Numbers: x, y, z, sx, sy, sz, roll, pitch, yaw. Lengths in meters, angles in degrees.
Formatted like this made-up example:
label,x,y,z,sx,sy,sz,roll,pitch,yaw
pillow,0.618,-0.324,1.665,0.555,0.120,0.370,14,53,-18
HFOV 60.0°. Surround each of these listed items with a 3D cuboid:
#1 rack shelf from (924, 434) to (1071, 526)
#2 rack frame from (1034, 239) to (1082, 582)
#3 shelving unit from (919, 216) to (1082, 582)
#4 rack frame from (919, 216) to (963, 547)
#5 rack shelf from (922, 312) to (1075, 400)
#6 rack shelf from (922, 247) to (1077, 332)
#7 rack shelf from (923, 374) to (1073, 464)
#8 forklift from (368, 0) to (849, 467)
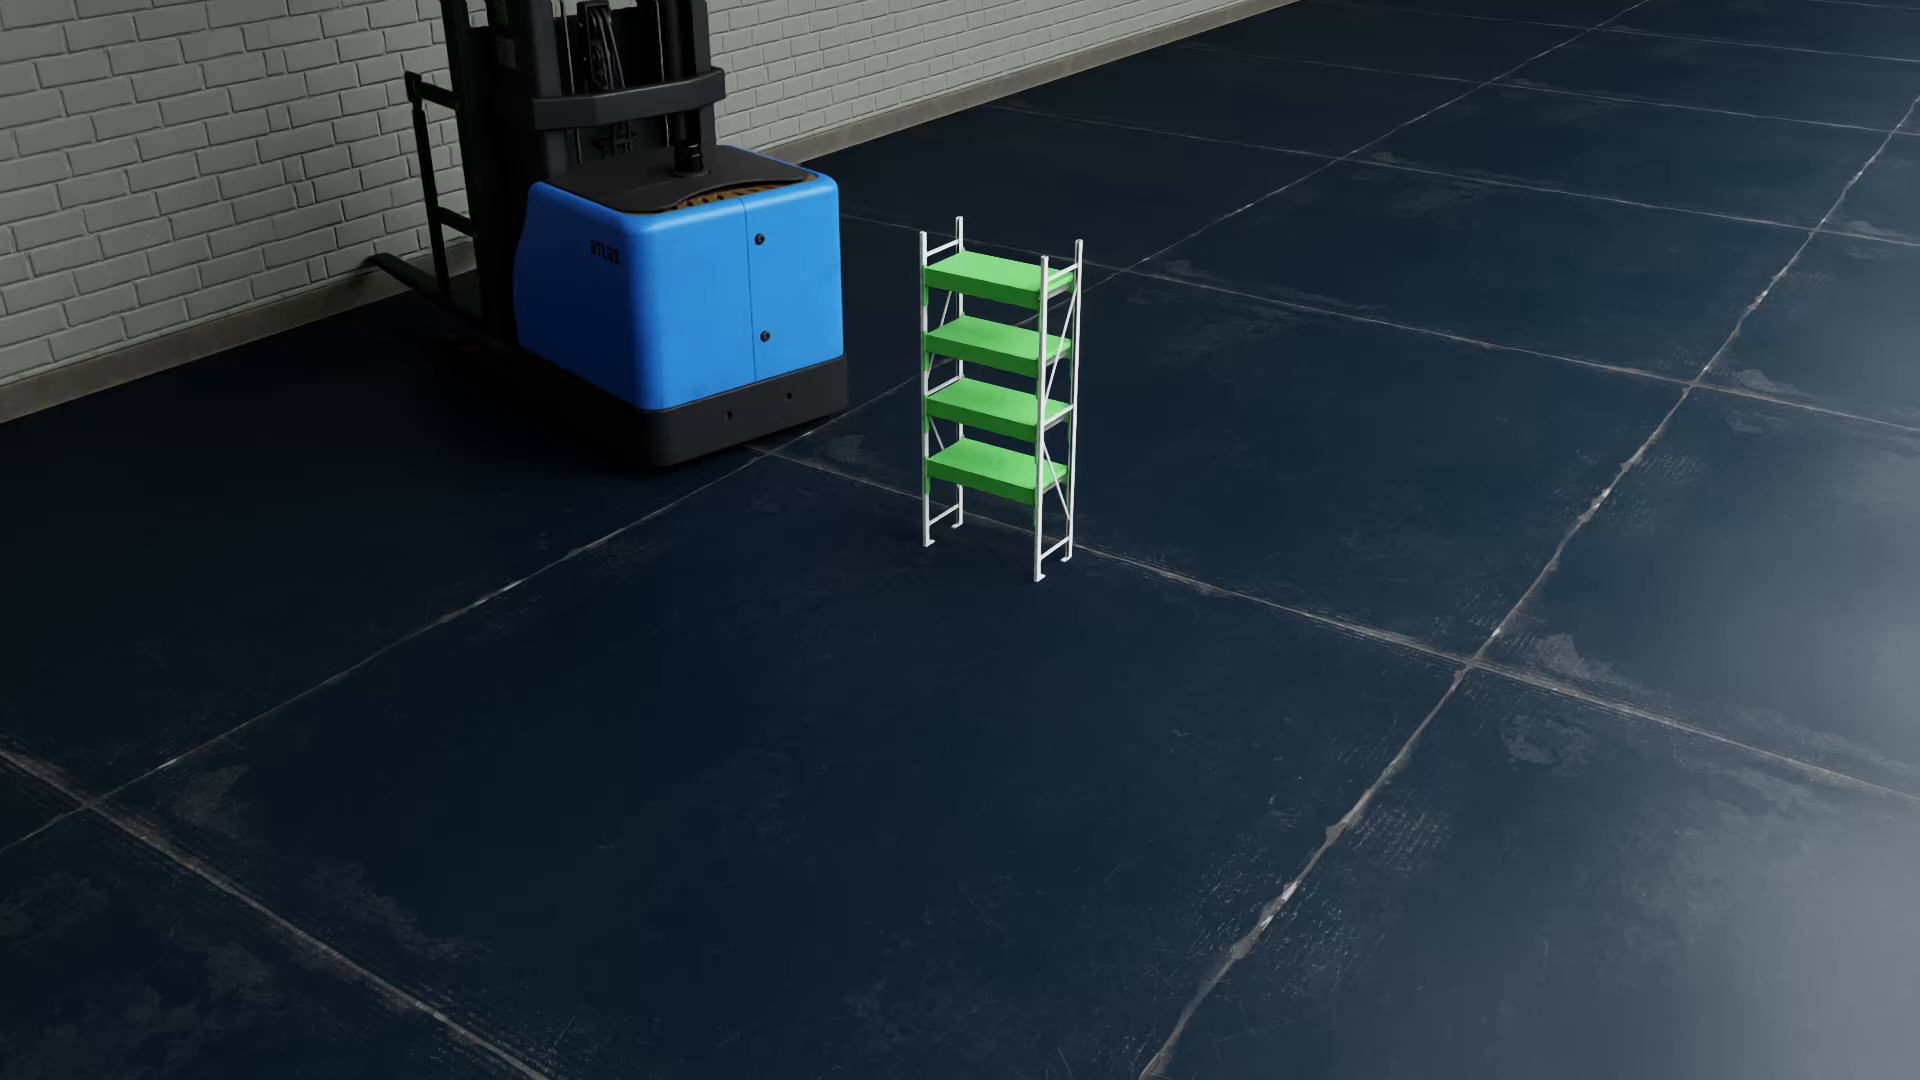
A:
label,x,y,z,sx,sy,sz,roll,pitch,yaw
rack shelf,0.136,-0.221,6.032,0.480,0.148,0.258,17,32,30
rack frame,0.338,-0.430,5.771,0.015,1.200,0.240,17,32,30
shelving unit,0.136,-0.492,5.894,0.503,1.200,0.258,17,32,30
rack frame,-0.065,-0.555,6.017,0.015,1.200,0.240,17,32,30
rack shelf,0.136,-0.649,5.814,0.480,0.148,0.258,17,32,30
rack shelf,0.136,-0.863,5.706,0.480,0.148,0.258,17,32,30
rack shelf,0.136,-0.435,5.923,0.480,0.148,0.258,17,32,30
forklift,-1.839,-2.186,7.313,1.130,2.935,3.031,-22,34,-36
